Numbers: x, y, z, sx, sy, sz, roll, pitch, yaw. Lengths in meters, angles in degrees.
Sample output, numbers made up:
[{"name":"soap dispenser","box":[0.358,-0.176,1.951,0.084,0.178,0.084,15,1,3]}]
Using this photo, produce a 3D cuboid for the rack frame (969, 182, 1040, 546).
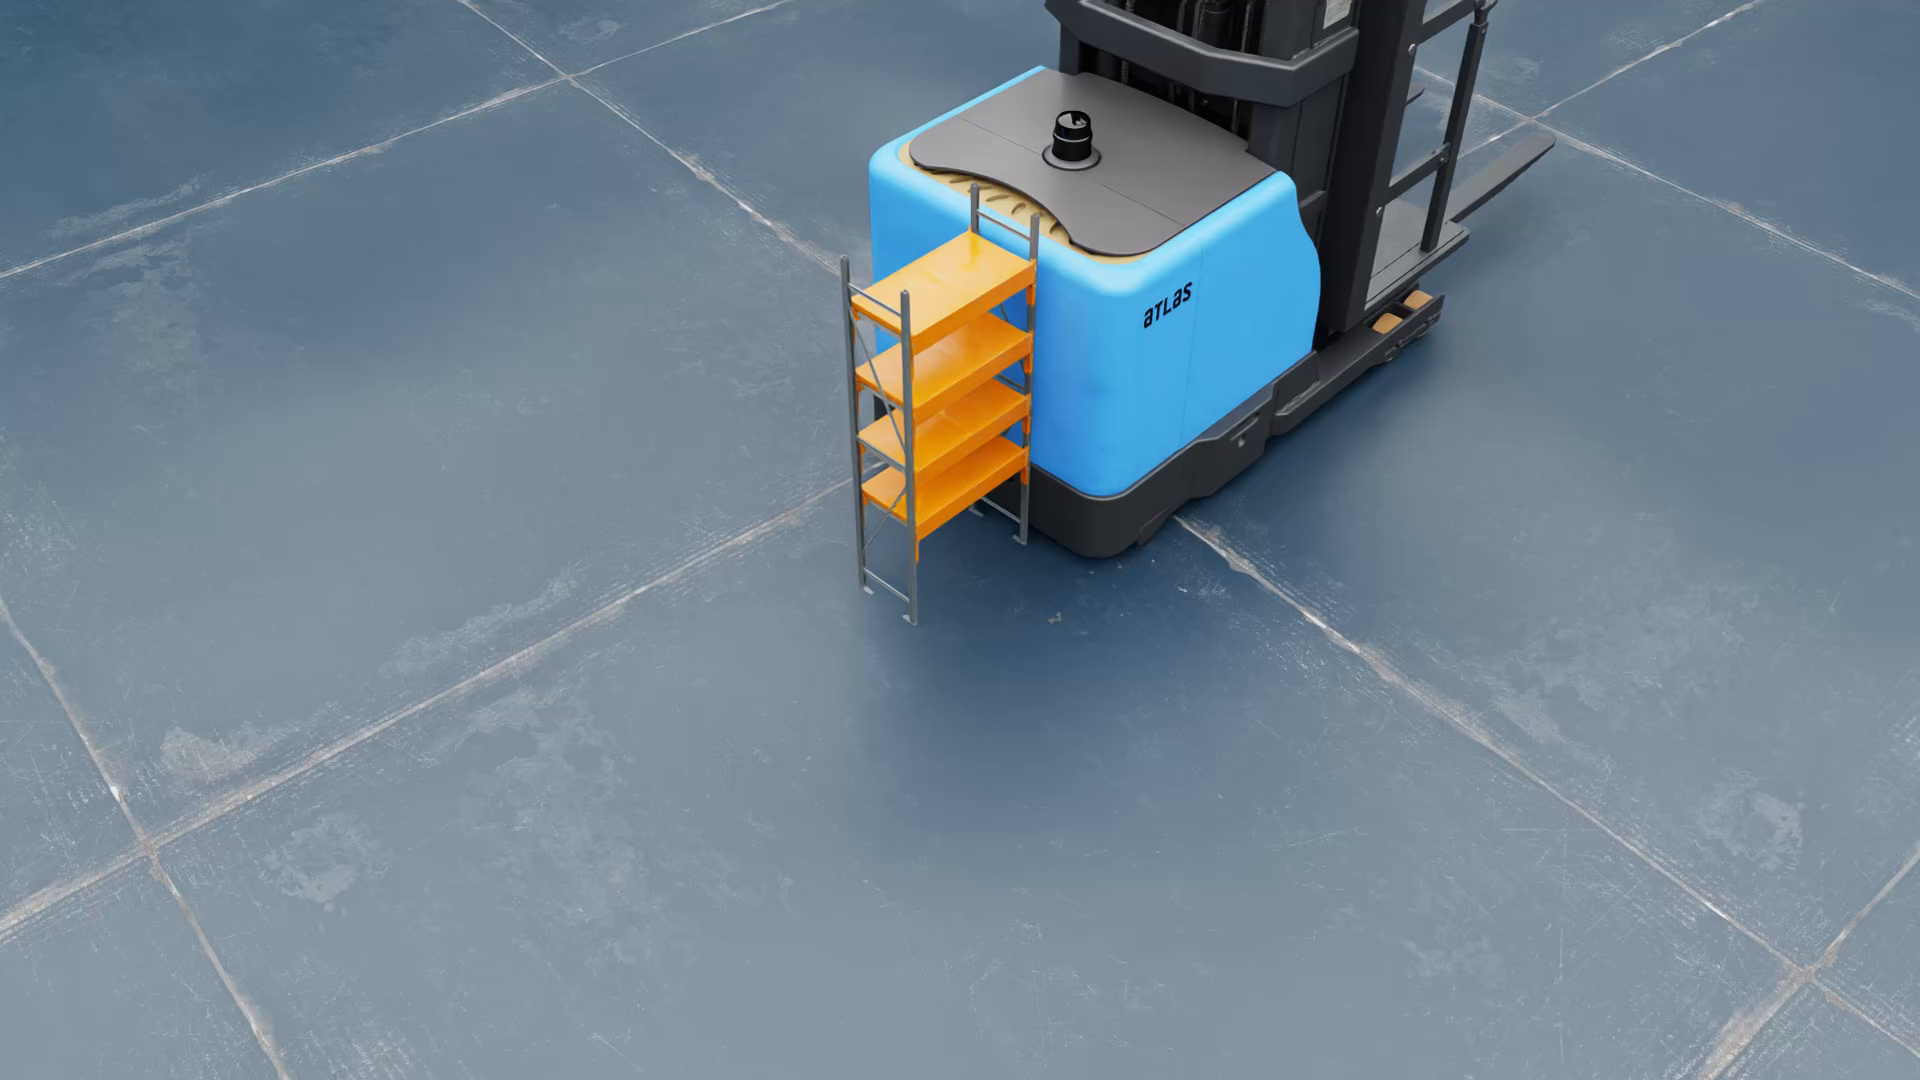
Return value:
[{"name":"rack frame","box":[0.120,-0.479,4.883,0.240,1.200,0.015,33,52,30]}]

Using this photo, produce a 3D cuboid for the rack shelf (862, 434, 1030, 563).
[{"name":"rack shelf","box":[-0.048,-0.164,4.937,0.258,0.148,0.480,33,52,30]}]

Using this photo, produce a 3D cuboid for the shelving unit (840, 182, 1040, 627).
[{"name":"shelving unit","box":[-0.048,-0.358,4.755,0.258,1.200,0.503,33,52,30]}]

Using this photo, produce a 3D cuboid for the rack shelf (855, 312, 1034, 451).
[{"name":"rack shelf","box":[-0.048,-0.472,4.648,0.258,0.148,0.480,33,52,30]}]

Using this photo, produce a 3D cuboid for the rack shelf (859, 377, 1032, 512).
[{"name":"rack shelf","box":[-0.048,-0.309,4.801,0.258,0.148,0.480,33,52,30]}]

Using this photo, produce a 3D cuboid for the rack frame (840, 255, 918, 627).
[{"name":"rack frame","box":[-0.217,-0.238,4.626,0.240,1.200,0.015,33,52,30]}]

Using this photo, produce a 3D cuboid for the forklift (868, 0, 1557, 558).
[{"name":"forklift","box":[1.096,-1.926,5.160,1.130,2.935,3.031,33,52,30]}]

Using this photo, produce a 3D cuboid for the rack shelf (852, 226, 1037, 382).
[{"name":"rack shelf","box":[-0.048,-0.645,4.486,0.258,0.148,0.480,33,52,30]}]
